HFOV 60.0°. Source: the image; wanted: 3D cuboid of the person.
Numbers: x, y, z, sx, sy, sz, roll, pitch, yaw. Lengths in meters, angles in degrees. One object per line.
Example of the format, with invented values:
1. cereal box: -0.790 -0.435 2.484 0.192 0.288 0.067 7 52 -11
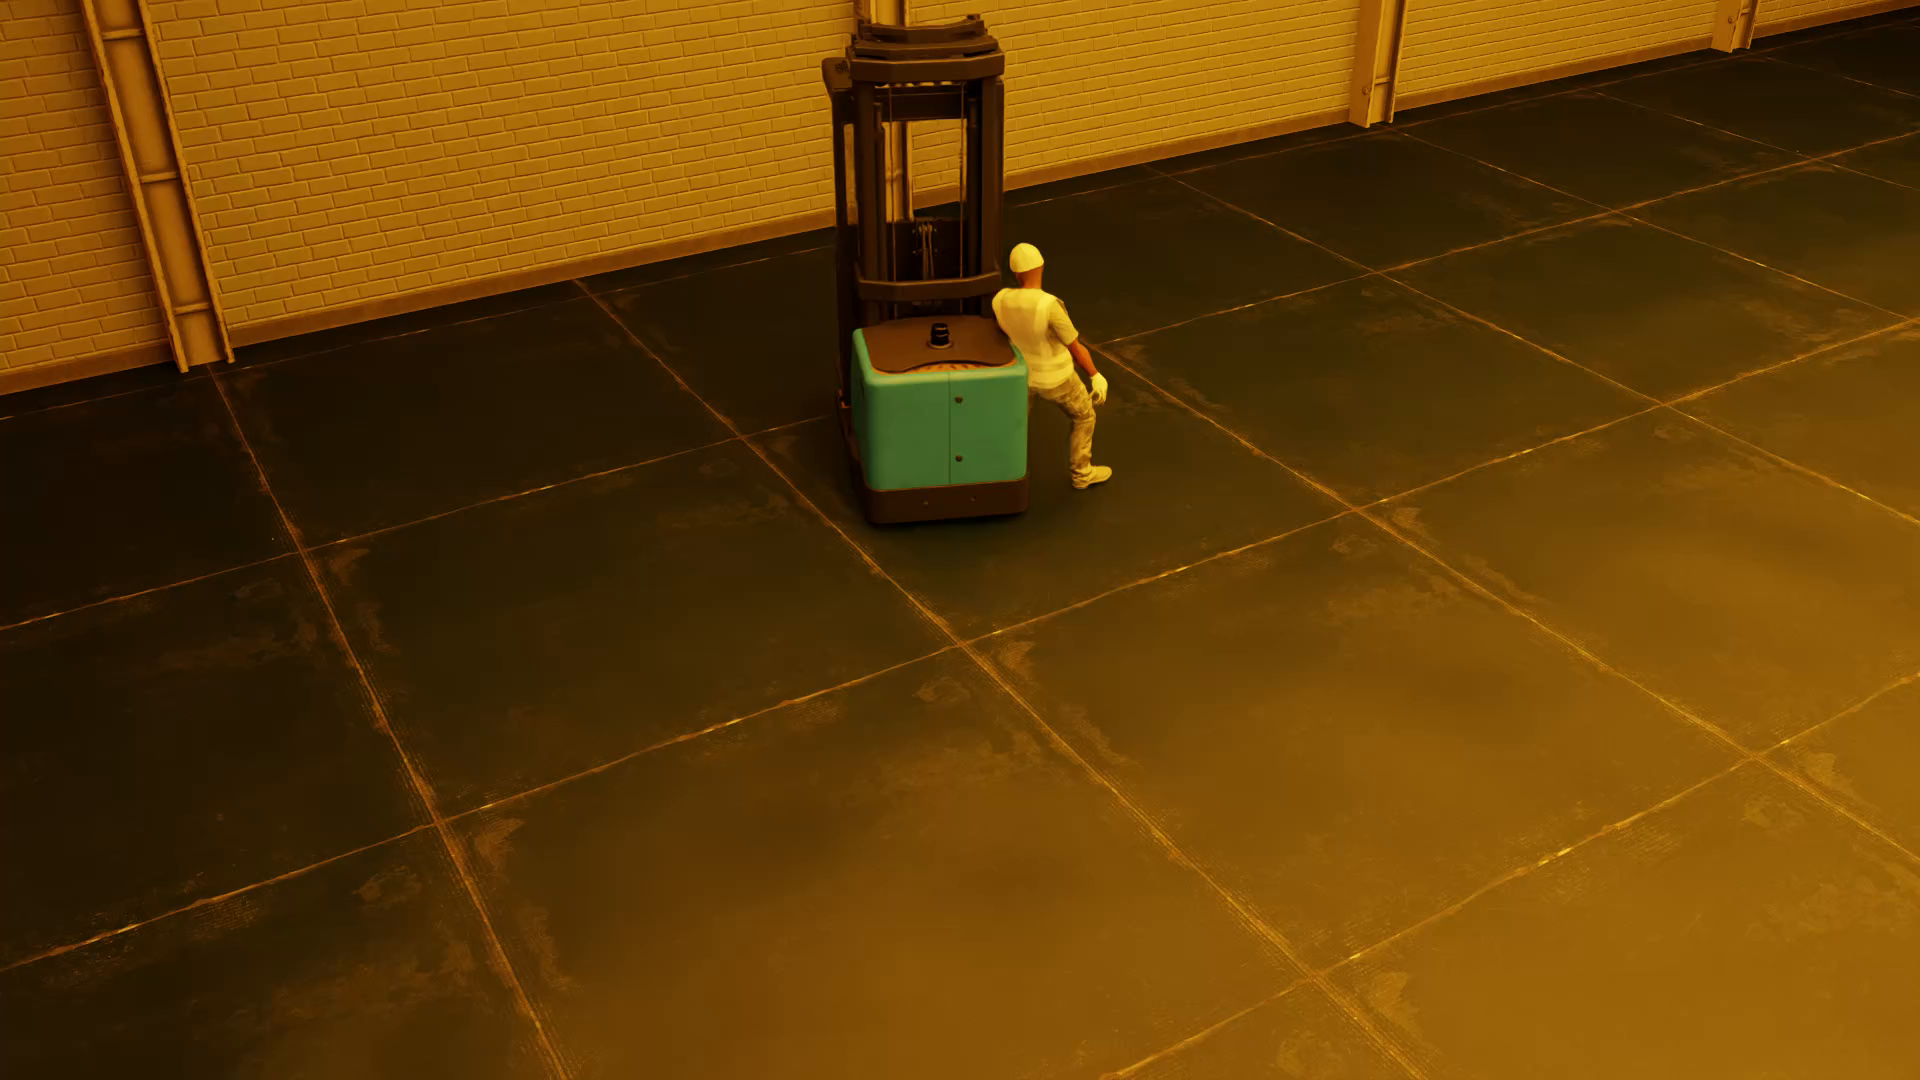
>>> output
1. person: 0.612 -1.082 10.660 0.807 1.726 0.850 18 35 27

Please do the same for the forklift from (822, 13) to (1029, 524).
1. forklift: -0.304 -2.100 11.154 1.130 2.935 3.031 -5 31 -8
